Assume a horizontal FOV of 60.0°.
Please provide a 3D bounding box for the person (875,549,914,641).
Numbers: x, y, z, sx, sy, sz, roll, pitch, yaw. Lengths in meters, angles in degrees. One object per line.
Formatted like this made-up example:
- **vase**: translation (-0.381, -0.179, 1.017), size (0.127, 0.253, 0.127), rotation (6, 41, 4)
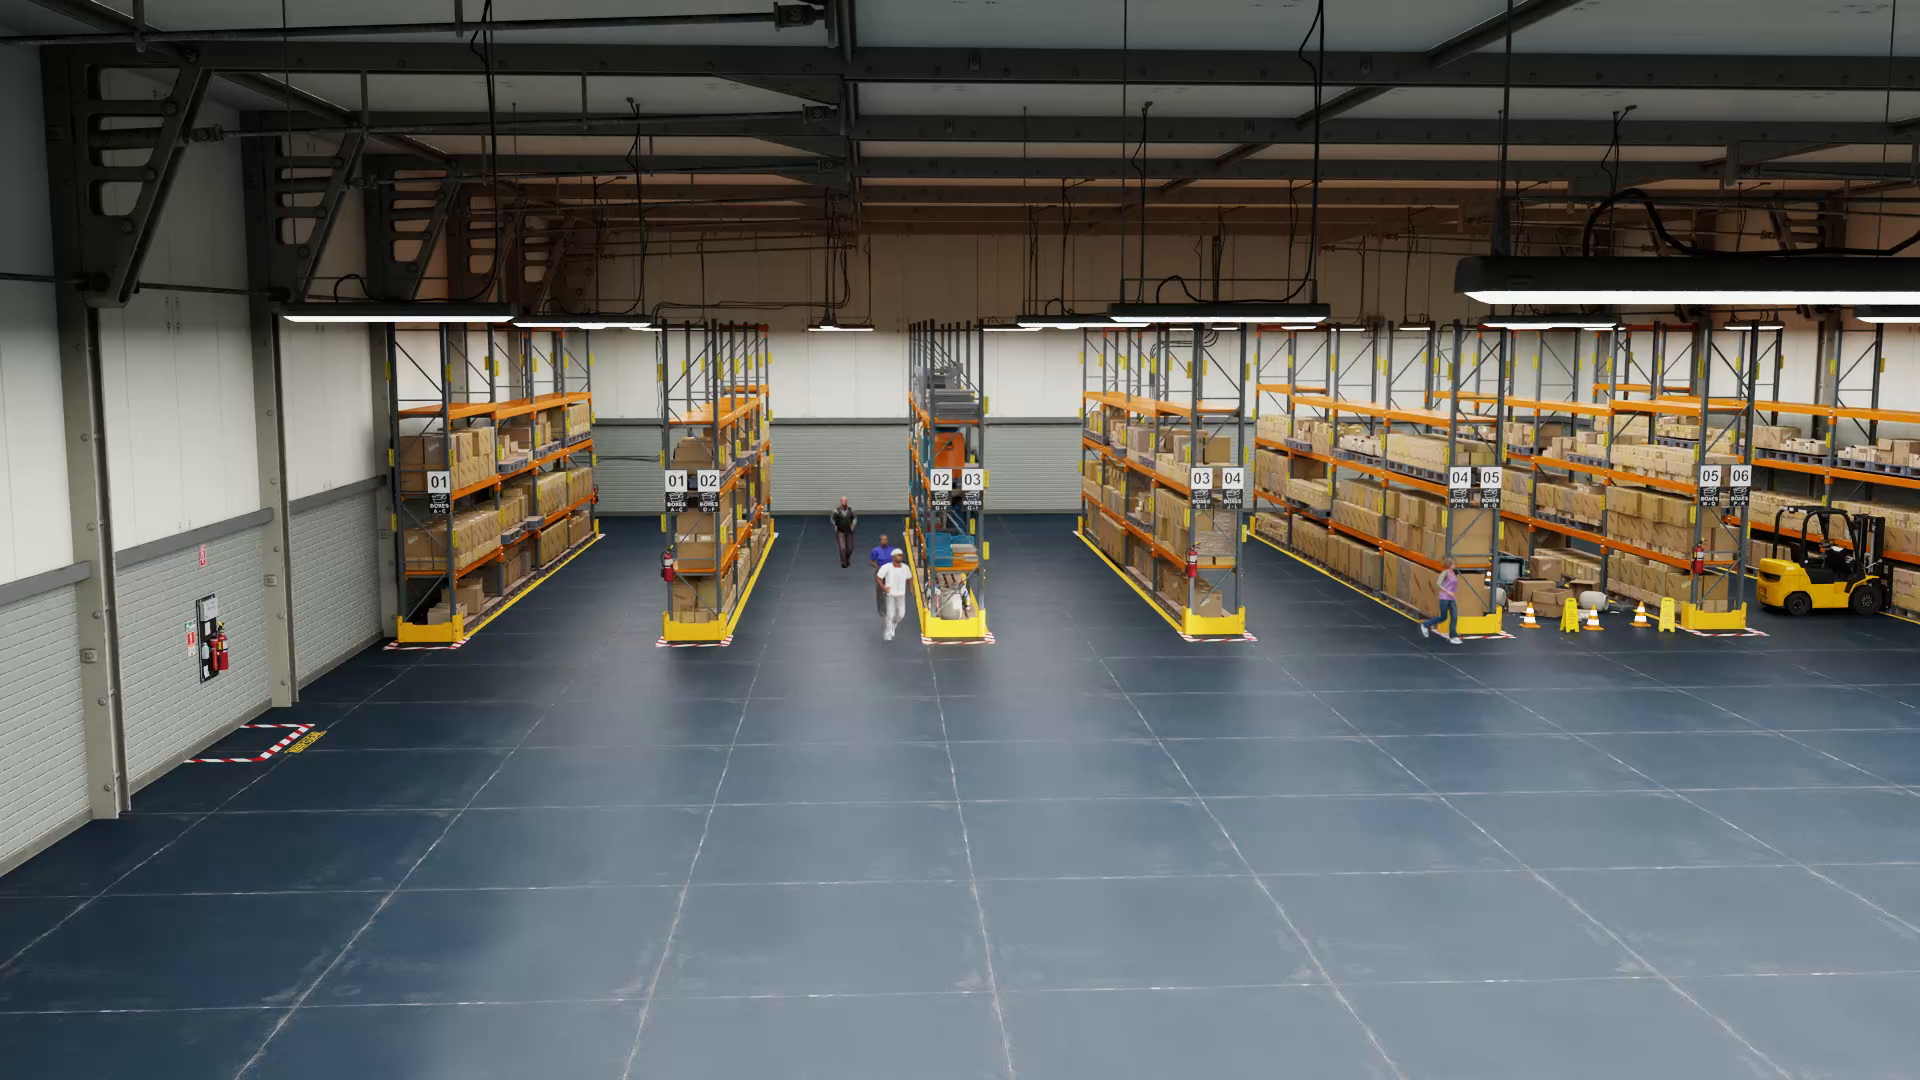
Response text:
- **person**: translation (-1.188, 1.022, 31.129), size (0.779, 1.713, 0.503), rotation (-3, 8, -24)

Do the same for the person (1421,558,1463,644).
- **person**: translation (9.093, 1.111, 31.077), size (0.843, 1.563, 0.609), rotation (6, 9, 40)

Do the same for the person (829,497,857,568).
- **person**: translation (-2.710, -0.170, 38.841), size (0.659, 1.688, 0.565), rotation (-1, 7, -11)

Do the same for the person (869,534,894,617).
- **person**: translation (-1.444, 0.699, 31.917), size (0.598, 1.642, 0.648), rotation (-2, 7, -15)
